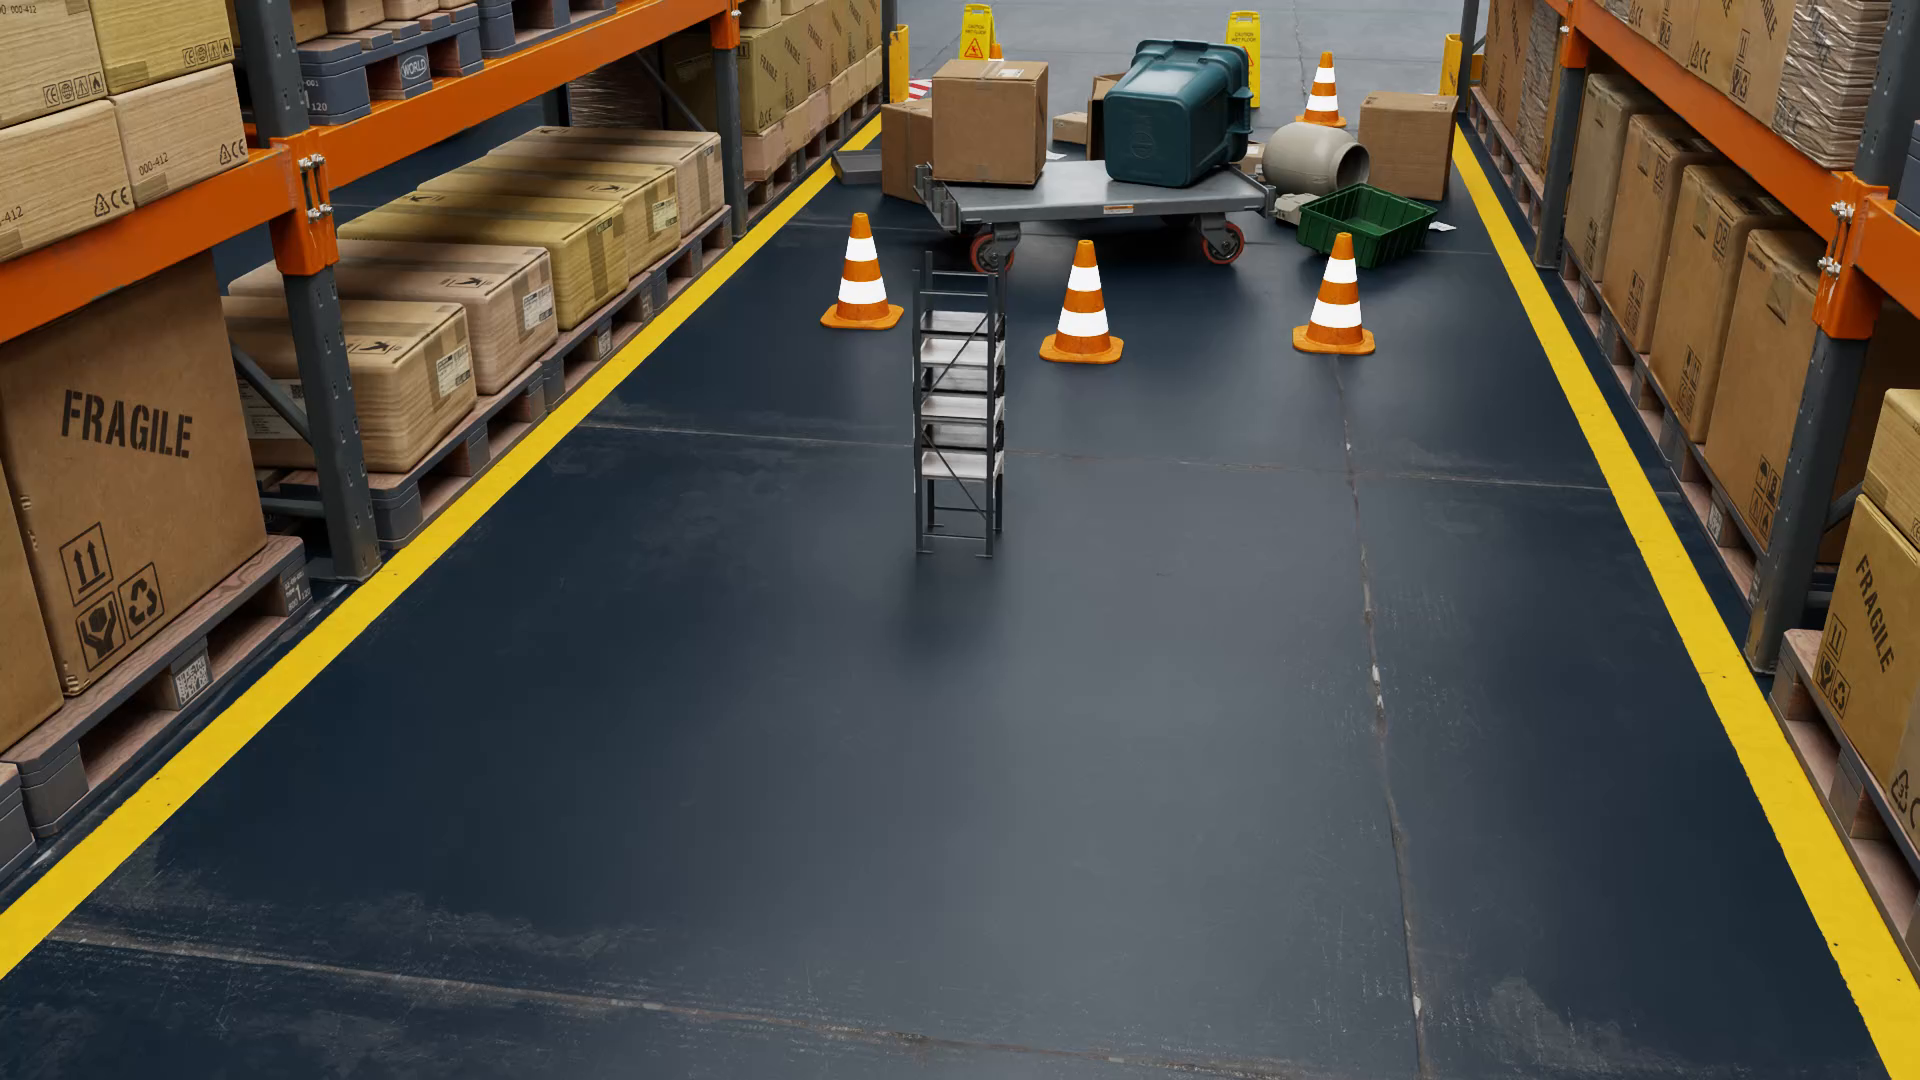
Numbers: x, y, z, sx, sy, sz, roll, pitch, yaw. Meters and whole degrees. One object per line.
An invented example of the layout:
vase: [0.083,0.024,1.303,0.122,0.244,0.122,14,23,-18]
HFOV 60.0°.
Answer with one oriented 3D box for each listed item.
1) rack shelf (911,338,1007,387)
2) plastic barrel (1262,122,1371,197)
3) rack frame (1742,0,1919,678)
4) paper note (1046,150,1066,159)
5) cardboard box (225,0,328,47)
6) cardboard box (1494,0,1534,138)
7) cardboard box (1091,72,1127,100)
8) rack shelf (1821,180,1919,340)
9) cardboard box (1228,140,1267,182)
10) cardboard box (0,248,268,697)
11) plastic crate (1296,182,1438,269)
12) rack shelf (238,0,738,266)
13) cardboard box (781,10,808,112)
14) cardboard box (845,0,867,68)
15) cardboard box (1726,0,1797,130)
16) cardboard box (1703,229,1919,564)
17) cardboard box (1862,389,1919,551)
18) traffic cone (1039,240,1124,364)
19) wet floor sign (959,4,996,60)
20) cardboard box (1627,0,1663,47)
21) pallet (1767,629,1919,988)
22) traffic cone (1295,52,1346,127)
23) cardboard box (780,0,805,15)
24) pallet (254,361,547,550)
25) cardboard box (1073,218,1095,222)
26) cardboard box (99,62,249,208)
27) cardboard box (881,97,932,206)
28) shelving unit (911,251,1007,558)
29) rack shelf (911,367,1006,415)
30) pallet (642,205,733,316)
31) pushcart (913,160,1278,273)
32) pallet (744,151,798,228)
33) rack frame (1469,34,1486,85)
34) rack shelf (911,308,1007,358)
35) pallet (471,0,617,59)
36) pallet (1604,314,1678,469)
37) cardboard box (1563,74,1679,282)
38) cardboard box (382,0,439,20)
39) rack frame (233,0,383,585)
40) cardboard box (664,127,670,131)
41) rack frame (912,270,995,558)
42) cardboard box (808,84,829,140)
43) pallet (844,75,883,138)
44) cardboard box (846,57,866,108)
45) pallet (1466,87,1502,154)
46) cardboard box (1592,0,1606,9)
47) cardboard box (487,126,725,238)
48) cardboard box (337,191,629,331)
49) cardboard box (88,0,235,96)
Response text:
rack shelf: [-0.001,-0.537,4.990,0.258,0.077,0.200,4,25,9]
plastic barrel: [1.963,-2.071,9.174,0.421,0.421,0.512,-20,32,-36]
rack frame: [2.637,-0.984,3.813,1.000,3.000,0.127,4,25,9]
paper note: [0.567,-2.402,10.360,0.148,0.019,0.142,13,28,26]
cardboard box: [-2.027,-1.484,4.683,0.380,0.149,0.250,3,25,5]
cardboard box: [3.757,-2.901,9.921,0.875,0.875,0.875,4,25,8]
cardboard box: [1.255,-2.590,10.189,0.797,0.503,0.637,-14,29,-27]
rack shelf: [2.310,0.179,2.179,1.077,0.370,4.000,4,25,9]
cardboard box: [1.754,-2.265,9.775,0.396,0.266,0.258,8,26,18]
cardboard box: [-2.458,-0.229,4.212,0.875,0.875,0.875,4,25,8]
plastic crate: [2.027,-1.573,8.320,0.450,0.188,0.662,29,36,30]
rack shelf: [-1.936,-1.795,6.395,1.077,0.370,4.000,4,25,9]
cardboard box: [-1.171,-2.695,9.332,0.500,0.500,0.500,5,26,11]
cardboard box: [-0.911,-3.343,10.717,0.500,0.500,0.500,5,26,10]
cardboard box: [2.528,-1.444,4.680,0.500,0.500,0.500,4,25,9]
cardboard box: [2.825,-0.403,4.732,1.050,0.750,0.750,4,25,8]
cardboard box: [2.285,-0.110,3.515,0.500,0.250,0.500,3,25,6]
traffic cone: [0.508,-1.002,6.845,0.336,0.463,0.334,4,25,9]
wet floor sign: [0.131,-3.569,12.114,0.267,0.644,0.232,13,28,26]
cardboard box: [2.773,-2.080,6.038,0.500,0.500,0.500,4,25,8]
pallet: [2.508,0.606,3.706,1.003,0.211,1.213,4,25,9]
traffic cone: [2.457,-3.057,11.235,0.336,0.463,0.334,4,25,9]
cardboard box: [-1.085,-3.027,9.277,0.380,0.149,0.250,5,26,11]
pallet: [-2.134,-0.348,5.745,1.003,0.211,1.213,4,25,9]
cardboard box: [0.641,-1.911,9.020,0.258,0.266,0.396,-14,29,-27]
cardboard box: [-2.090,-0.987,3.997,0.500,0.250,0.500,3,25,7]
cardboard box: [-0.092,-2.180,9.315,0.500,0.500,0.500,-20,32,-36]
shelving unit: [-0.001,-0.404,5.052,0.258,0.900,0.210,4,25,9]
rack shelf: [-0.001,-0.455,5.028,0.258,0.077,0.200,4,25,9]
pallet: [-1.735,-1.369,7.925,1.003,0.211,1.213,4,25,9]
pushcart: [0.648,-1.633,8.293,1.648,0.377,0.936,-5,25,-10]
pallet: [-1.535,-1.978,9.226,1.003,0.211,1.213,4,25,9]
rack frame: [3.948,-4.329,10.961,0.949,2.616,0.053,4,25,9]
rack shelf: [-0.001,-0.619,4.952,0.258,0.077,0.200,4,25,9]
pallet: [-1.980,-2.028,6.271,1.003,0.211,1.213,4,25,9]
pallet: [3.042,-0.554,6.185,1.003,0.211,1.213,4,25,9]
cardboard box: [3.278,-1.562,7.207,1.050,0.750,0.750,4,25,8]
cardboard box: [-1.857,-1.711,5.168,0.380,0.149,0.250,2,25,5]
rack frame: [-2.263,-1.284,4.456,1.000,3.000,0.127,4,25,9]
cardboard box: [-1.778,-2.168,9.092,0.500,0.250,0.500,5,26,11]
rack frame: [-0.018,-0.362,4.961,0.240,0.900,0.006,4,25,9]
cardboard box: [-1.086,-2.576,9.964,0.500,0.250,0.500,4,25,8]
pallet: [-1.136,-2.998,11.406,1.003,0.211,1.213,4,25,9]
cardboard box: [-0.915,-3.002,10.874,0.500,0.250,0.500,4,25,9]
pallet: [3.891,-2.727,10.827,1.003,0.211,1.213,4,25,9]
cardboard box: [2.939,-2.501,6.936,0.500,0.500,0.500,4,25,9]
cardboard box: [-1.693,-1.738,8.029,0.950,0.372,0.625,4,25,9]
cardboard box: [-1.919,-1.146,6.764,0.950,0.372,0.625,5,26,10]
cardboard box: [-2.092,-1.223,3.911,0.500,0.250,0.500,4,25,8]
